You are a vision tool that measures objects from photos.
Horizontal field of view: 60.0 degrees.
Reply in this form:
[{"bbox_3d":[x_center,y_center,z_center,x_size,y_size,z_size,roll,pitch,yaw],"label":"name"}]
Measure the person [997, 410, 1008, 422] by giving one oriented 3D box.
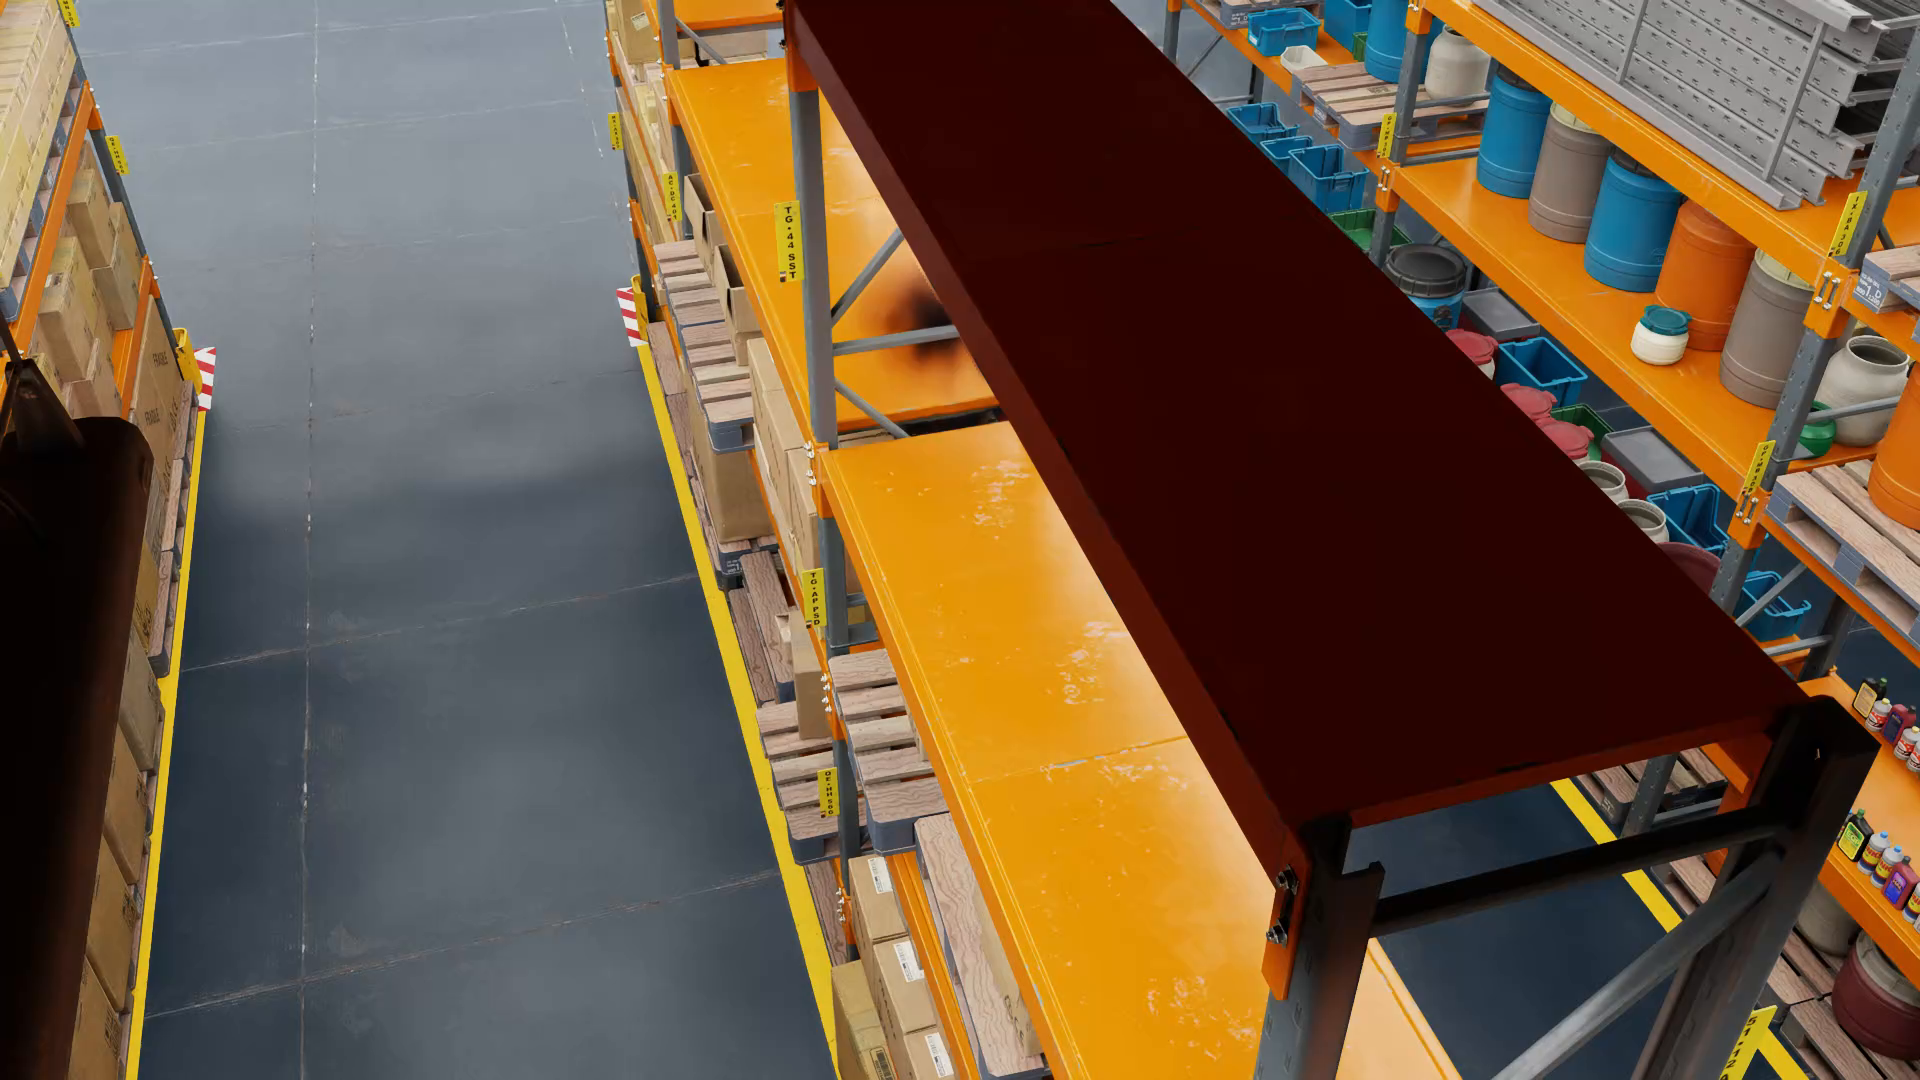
[{"bbox_3d":[0.467,-0.433,12.094,0.680,1.724,0.748,-9,39,-11],"label":"person"}]
